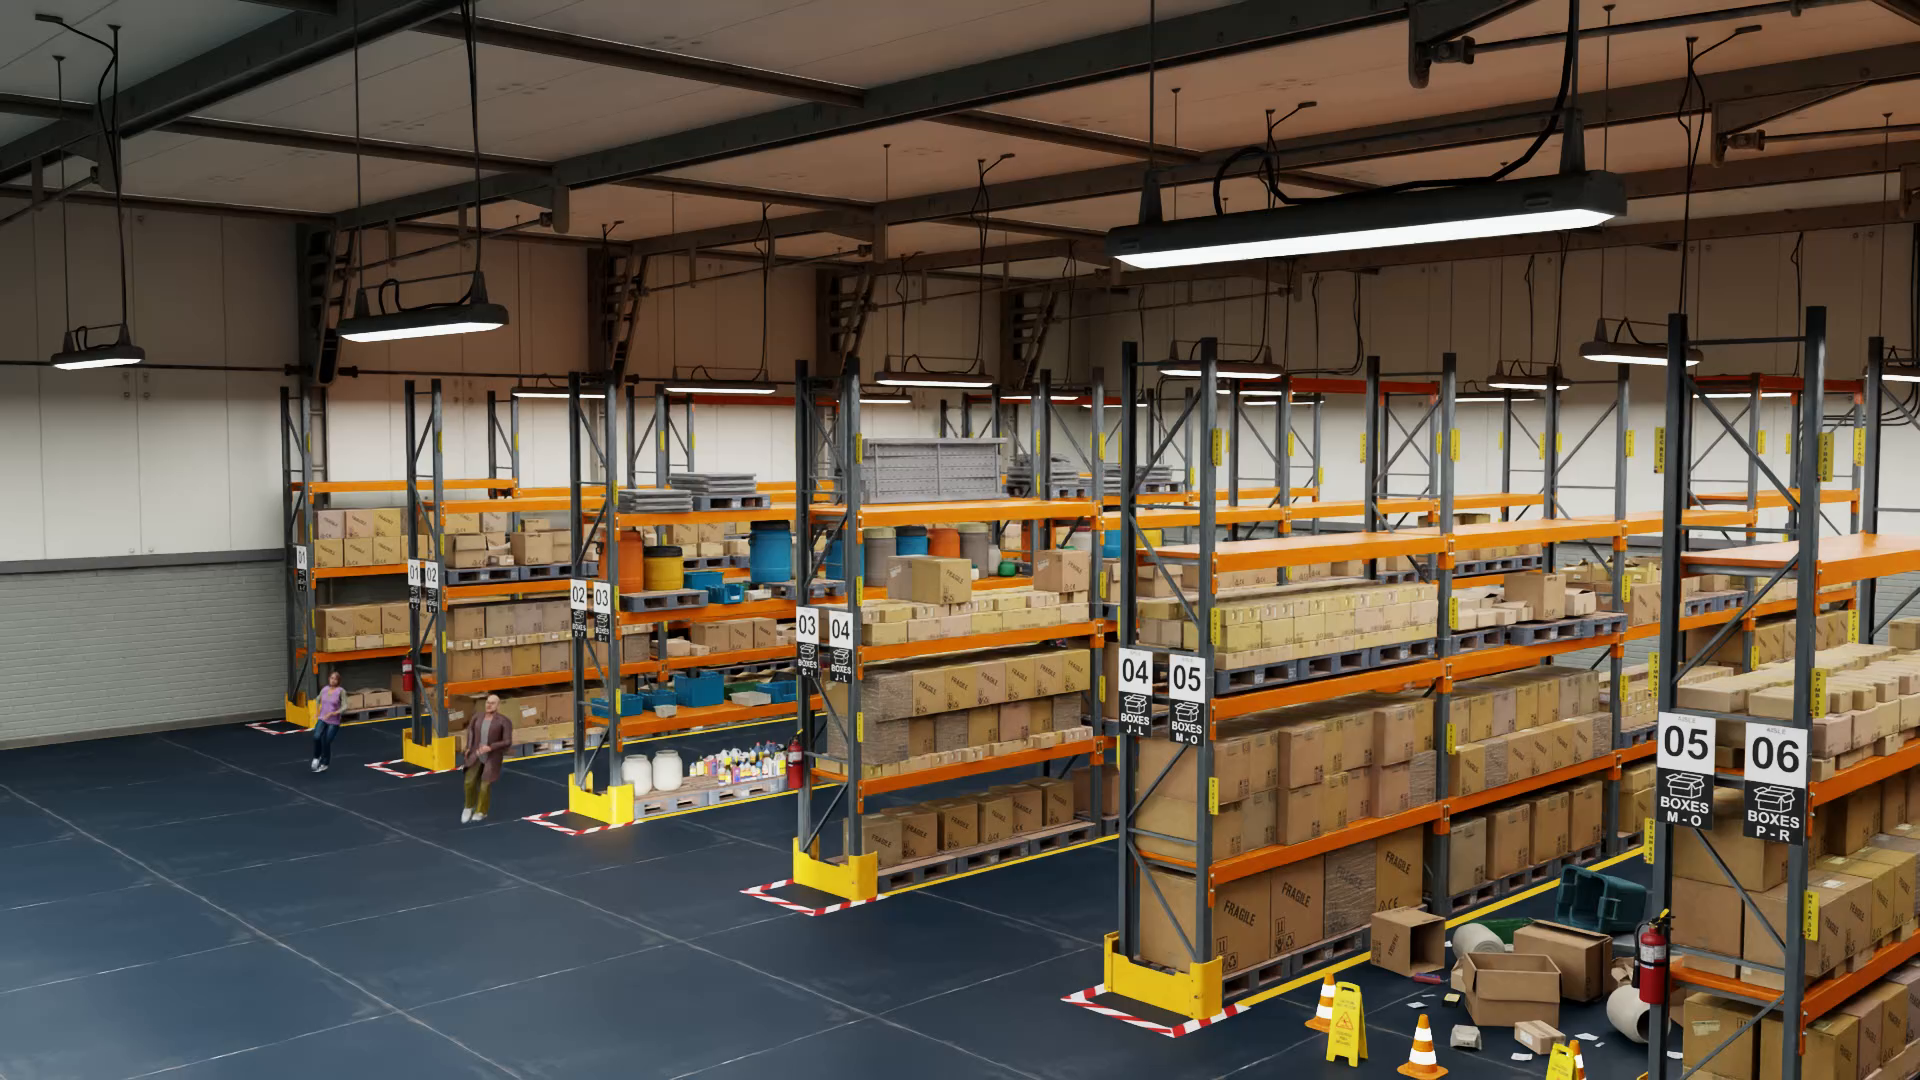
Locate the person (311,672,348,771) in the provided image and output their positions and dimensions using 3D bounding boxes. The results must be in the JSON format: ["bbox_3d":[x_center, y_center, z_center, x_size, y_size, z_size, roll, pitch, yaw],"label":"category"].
[{"bbox_3d":[-9.586,2.773,25.264,0.553,1.529,0.575,0,4,-2],"label":"person"}]

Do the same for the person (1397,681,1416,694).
[{"bbox_3d":[6.527,2.781,24.164,0.606,1.713,0.709,4,5,45],"label":"person"}]

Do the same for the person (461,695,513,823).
[{"bbox_3d":[-6.228,2.882,21.885,0.678,1.687,0.712,0,4,2],"label":"person"}]
